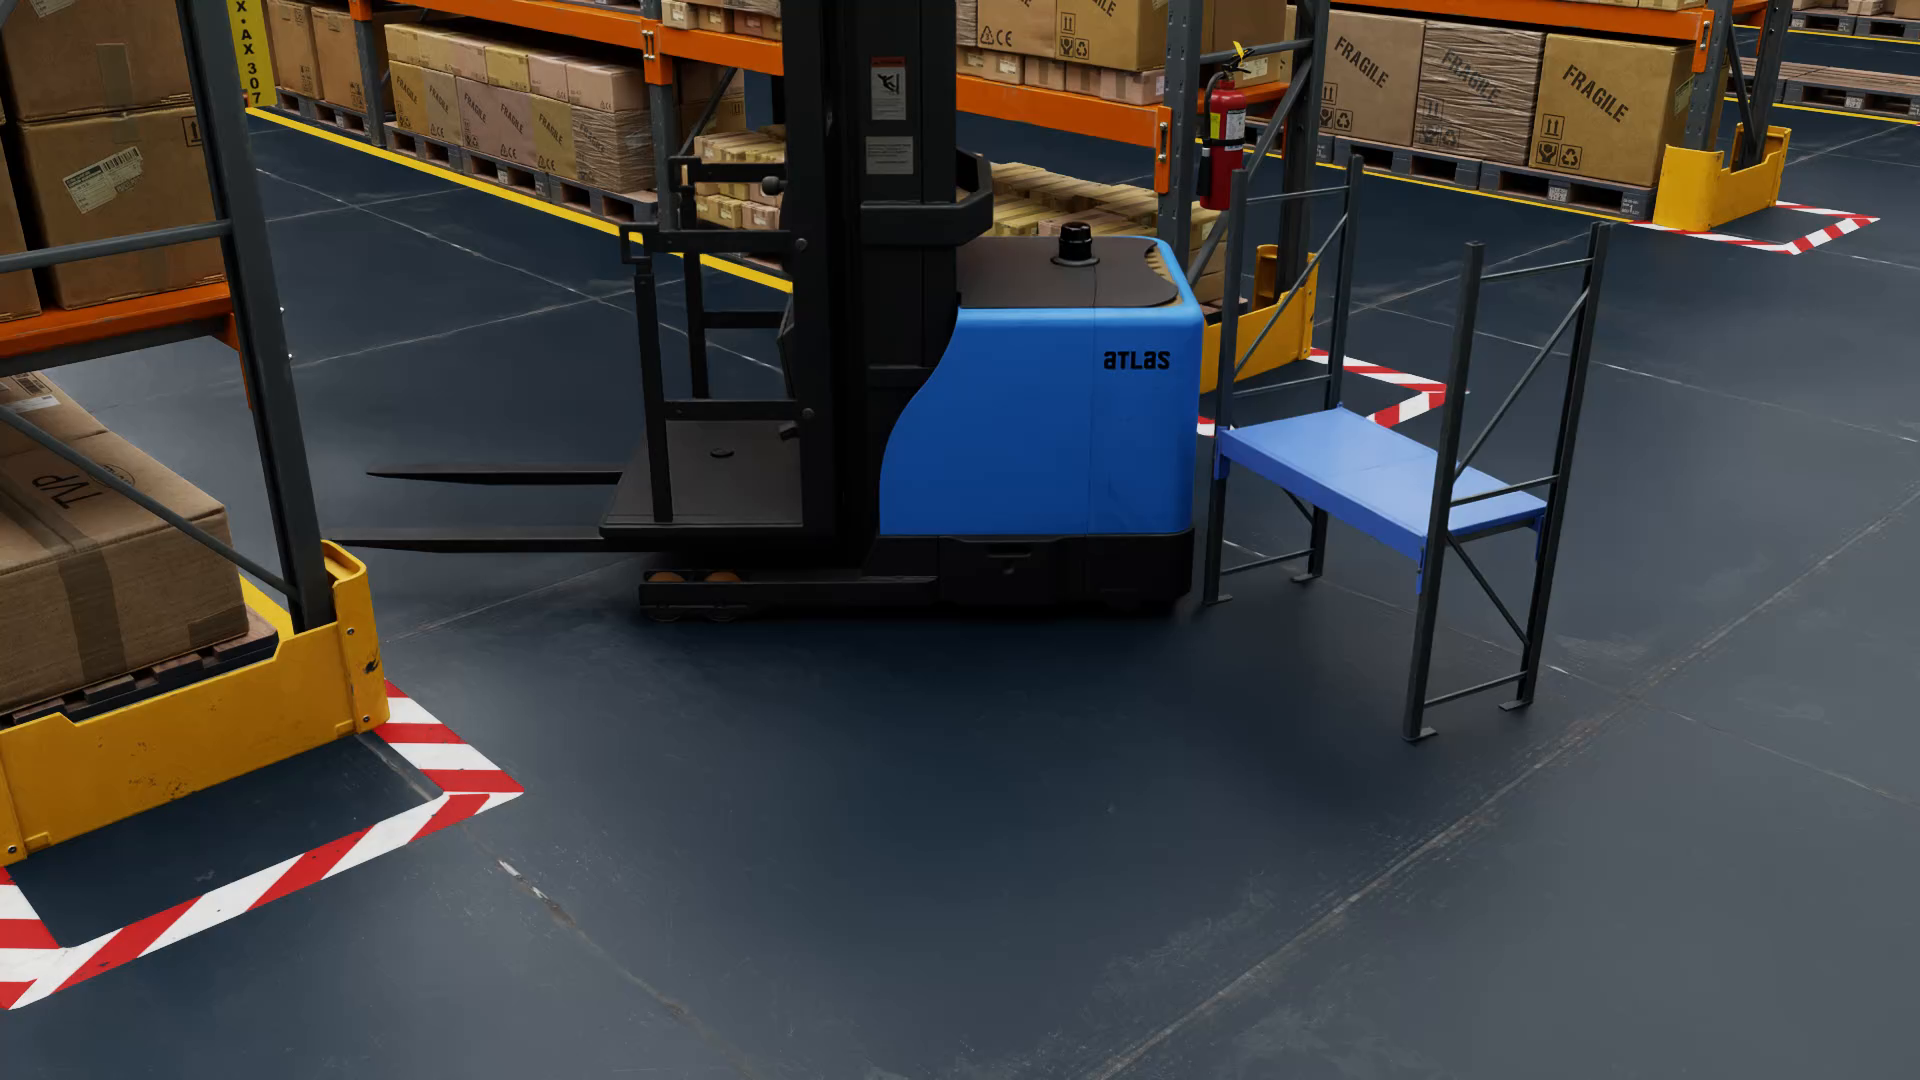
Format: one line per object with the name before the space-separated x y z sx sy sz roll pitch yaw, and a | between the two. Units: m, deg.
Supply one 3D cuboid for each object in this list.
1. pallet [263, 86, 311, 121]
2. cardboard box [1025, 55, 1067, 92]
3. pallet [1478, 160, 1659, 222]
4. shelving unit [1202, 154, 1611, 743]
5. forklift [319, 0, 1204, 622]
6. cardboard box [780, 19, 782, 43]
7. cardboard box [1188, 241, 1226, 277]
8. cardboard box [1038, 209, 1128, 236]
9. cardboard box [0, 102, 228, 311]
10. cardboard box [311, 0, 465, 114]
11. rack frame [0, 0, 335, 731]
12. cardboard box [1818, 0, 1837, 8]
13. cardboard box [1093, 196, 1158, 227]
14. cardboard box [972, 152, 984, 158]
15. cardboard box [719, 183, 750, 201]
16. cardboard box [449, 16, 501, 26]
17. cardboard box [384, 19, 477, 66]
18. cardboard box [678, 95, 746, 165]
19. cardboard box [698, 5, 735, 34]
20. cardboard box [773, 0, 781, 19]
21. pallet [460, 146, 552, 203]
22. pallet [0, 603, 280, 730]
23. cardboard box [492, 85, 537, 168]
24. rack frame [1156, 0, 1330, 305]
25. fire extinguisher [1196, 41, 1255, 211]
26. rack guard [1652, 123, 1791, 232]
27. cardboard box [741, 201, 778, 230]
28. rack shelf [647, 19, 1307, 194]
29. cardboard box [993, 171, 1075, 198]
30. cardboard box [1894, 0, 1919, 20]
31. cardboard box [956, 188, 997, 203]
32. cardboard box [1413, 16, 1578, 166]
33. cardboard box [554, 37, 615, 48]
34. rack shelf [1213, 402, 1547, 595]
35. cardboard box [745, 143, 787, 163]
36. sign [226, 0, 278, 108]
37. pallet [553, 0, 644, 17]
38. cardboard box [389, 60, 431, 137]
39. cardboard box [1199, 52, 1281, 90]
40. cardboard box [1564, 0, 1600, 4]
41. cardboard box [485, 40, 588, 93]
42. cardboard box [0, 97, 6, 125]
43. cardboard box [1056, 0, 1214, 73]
pallet | -5.506 -3.932 14.615 1.003 0.211 1.213 -21 32 -38
cardboard box | 0.521 -2.209 7.782 0.380 0.149 0.250 -22 32 -39
pallet | 4.361 -2.475 11.421 1.003 0.211 1.213 -21 32 -38
shelving unit | 1.307 -0.322 5.148 0.538 1.500 1.048 -12 27 -25
forklift | -0.725 -1.276 5.517 3.031 2.935 1.130 0 25 -1
cardboard box | -0.746 -2.764 8.998 0.380 0.149 0.250 -21 32 -38
cardboard box | 1.105 -1.408 8.293 0.380 0.149 0.250 -20 31 -36
cardboard box | 0.599 -1.493 8.121 0.380 0.149 0.250 -20 32 -37
cardboard box | -2.387 -0.985 4.674 0.500 0.500 0.500 -22 32 -39
cardboard box | -4.543 -3.949 13.496 1.050 0.750 0.750 -22 32 -39
rack frame | -2.269 -0.712 4.198 1.000 3.000 0.127 -21 32 -38
cardboard box | 10.061 -6.516 19.400 0.500 0.500 0.500 -21 32 -38
cardboard box | 0.889 -1.617 8.392 0.380 0.149 0.250 -21 32 -38
cardboard box | -0.080 -2.116 9.486 0.250 0.149 0.380 22 33 40
cardboard box | -1.206 -2.137 9.890 0.380 0.149 0.250 -21 32 -38
cardboard box | -3.534 -3.833 12.641 0.500 0.250 0.500 -22 33 -40
cardboard box | -3.898 -3.688 12.323 0.500 0.250 0.500 22 32 39
cardboard box | -1.770 -2.712 11.087 0.500 0.500 0.500 -20 31 -37
cardboard box | -1.273 -3.009 9.535 0.380 0.149 0.250 -20 31 -37
cardboard box | -0.643 -3.008 8.750 0.500 0.500 0.500 -22 33 -39
pallet | -2.830 -2.696 11.905 1.003 0.211 1.213 -21 32 -38
pallet | -2.872 0.336 5.259 1.003 0.211 1.213 -21 32 -38
cardboard box | -2.846 -2.878 11.450 0.500 0.500 0.500 -22 33 -40
rack frame | 1.275 -2.147 7.343 1.000 3.000 0.127 -21 32 -38
fire extinguisher | 1.111 -1.735 6.982 0.296 0.674 0.183 -21 32 -38
rack guard | 4.982 -2.379 10.863 1.175 0.500 0.348 -21 32 -38
cardboard box | -1.054 -1.911 9.753 0.380 0.149 0.250 -21 32 -39
rack shelf | -0.092 -2.426 8.821 1.077 0.370 4.000 -21 32 -38
cardboard box | 0.398 -1.868 8.942 0.380 0.149 0.250 -20 31 -37
cardboard box | 10.753 -6.041 18.357 0.797 0.503 0.637 -21 32 -38
cardboard box | -0.026 -1.697 8.569 0.380 0.149 0.250 -20 31 -37
cardboard box | 3.847 -3.195 11.694 0.875 0.875 0.875 -21 32 -38
cardboard box | -2.482 -3.369 11.624 0.500 0.250 0.500 -20 31 -37
rack shelf | 1.307 -0.158 5.222 0.538 0.185 1.000 -12 27 -25
cardboard box | -1.020 -2.198 9.666 0.380 0.149 0.250 -22 32 -39
sign | -1.860 -1.298 4.343 0.100 0.325 0.005 -21 32 -38
pallet | -1.875 -3.545 10.637 1.003 0.211 1.213 -21 32 -38
cardboard box | -3.895 -3.338 12.459 0.500 0.500 0.500 22 33 40
cardboard box | 1.293 -2.224 7.814 0.380 0.149 0.250 -22 32 -39
cardboard box | 4.131 -3.579 10.784 0.380 0.149 0.250 -21 32 -38
cardboard box | -2.865 -3.224 11.305 0.500 0.250 0.500 22 33 39
cardboard box | -2.772 -1.291 4.142 0.500 0.500 0.500 -20 31 -37
cardboard box | 0.780 -2.391 7.399 0.500 0.500 0.500 -20 32 -37
